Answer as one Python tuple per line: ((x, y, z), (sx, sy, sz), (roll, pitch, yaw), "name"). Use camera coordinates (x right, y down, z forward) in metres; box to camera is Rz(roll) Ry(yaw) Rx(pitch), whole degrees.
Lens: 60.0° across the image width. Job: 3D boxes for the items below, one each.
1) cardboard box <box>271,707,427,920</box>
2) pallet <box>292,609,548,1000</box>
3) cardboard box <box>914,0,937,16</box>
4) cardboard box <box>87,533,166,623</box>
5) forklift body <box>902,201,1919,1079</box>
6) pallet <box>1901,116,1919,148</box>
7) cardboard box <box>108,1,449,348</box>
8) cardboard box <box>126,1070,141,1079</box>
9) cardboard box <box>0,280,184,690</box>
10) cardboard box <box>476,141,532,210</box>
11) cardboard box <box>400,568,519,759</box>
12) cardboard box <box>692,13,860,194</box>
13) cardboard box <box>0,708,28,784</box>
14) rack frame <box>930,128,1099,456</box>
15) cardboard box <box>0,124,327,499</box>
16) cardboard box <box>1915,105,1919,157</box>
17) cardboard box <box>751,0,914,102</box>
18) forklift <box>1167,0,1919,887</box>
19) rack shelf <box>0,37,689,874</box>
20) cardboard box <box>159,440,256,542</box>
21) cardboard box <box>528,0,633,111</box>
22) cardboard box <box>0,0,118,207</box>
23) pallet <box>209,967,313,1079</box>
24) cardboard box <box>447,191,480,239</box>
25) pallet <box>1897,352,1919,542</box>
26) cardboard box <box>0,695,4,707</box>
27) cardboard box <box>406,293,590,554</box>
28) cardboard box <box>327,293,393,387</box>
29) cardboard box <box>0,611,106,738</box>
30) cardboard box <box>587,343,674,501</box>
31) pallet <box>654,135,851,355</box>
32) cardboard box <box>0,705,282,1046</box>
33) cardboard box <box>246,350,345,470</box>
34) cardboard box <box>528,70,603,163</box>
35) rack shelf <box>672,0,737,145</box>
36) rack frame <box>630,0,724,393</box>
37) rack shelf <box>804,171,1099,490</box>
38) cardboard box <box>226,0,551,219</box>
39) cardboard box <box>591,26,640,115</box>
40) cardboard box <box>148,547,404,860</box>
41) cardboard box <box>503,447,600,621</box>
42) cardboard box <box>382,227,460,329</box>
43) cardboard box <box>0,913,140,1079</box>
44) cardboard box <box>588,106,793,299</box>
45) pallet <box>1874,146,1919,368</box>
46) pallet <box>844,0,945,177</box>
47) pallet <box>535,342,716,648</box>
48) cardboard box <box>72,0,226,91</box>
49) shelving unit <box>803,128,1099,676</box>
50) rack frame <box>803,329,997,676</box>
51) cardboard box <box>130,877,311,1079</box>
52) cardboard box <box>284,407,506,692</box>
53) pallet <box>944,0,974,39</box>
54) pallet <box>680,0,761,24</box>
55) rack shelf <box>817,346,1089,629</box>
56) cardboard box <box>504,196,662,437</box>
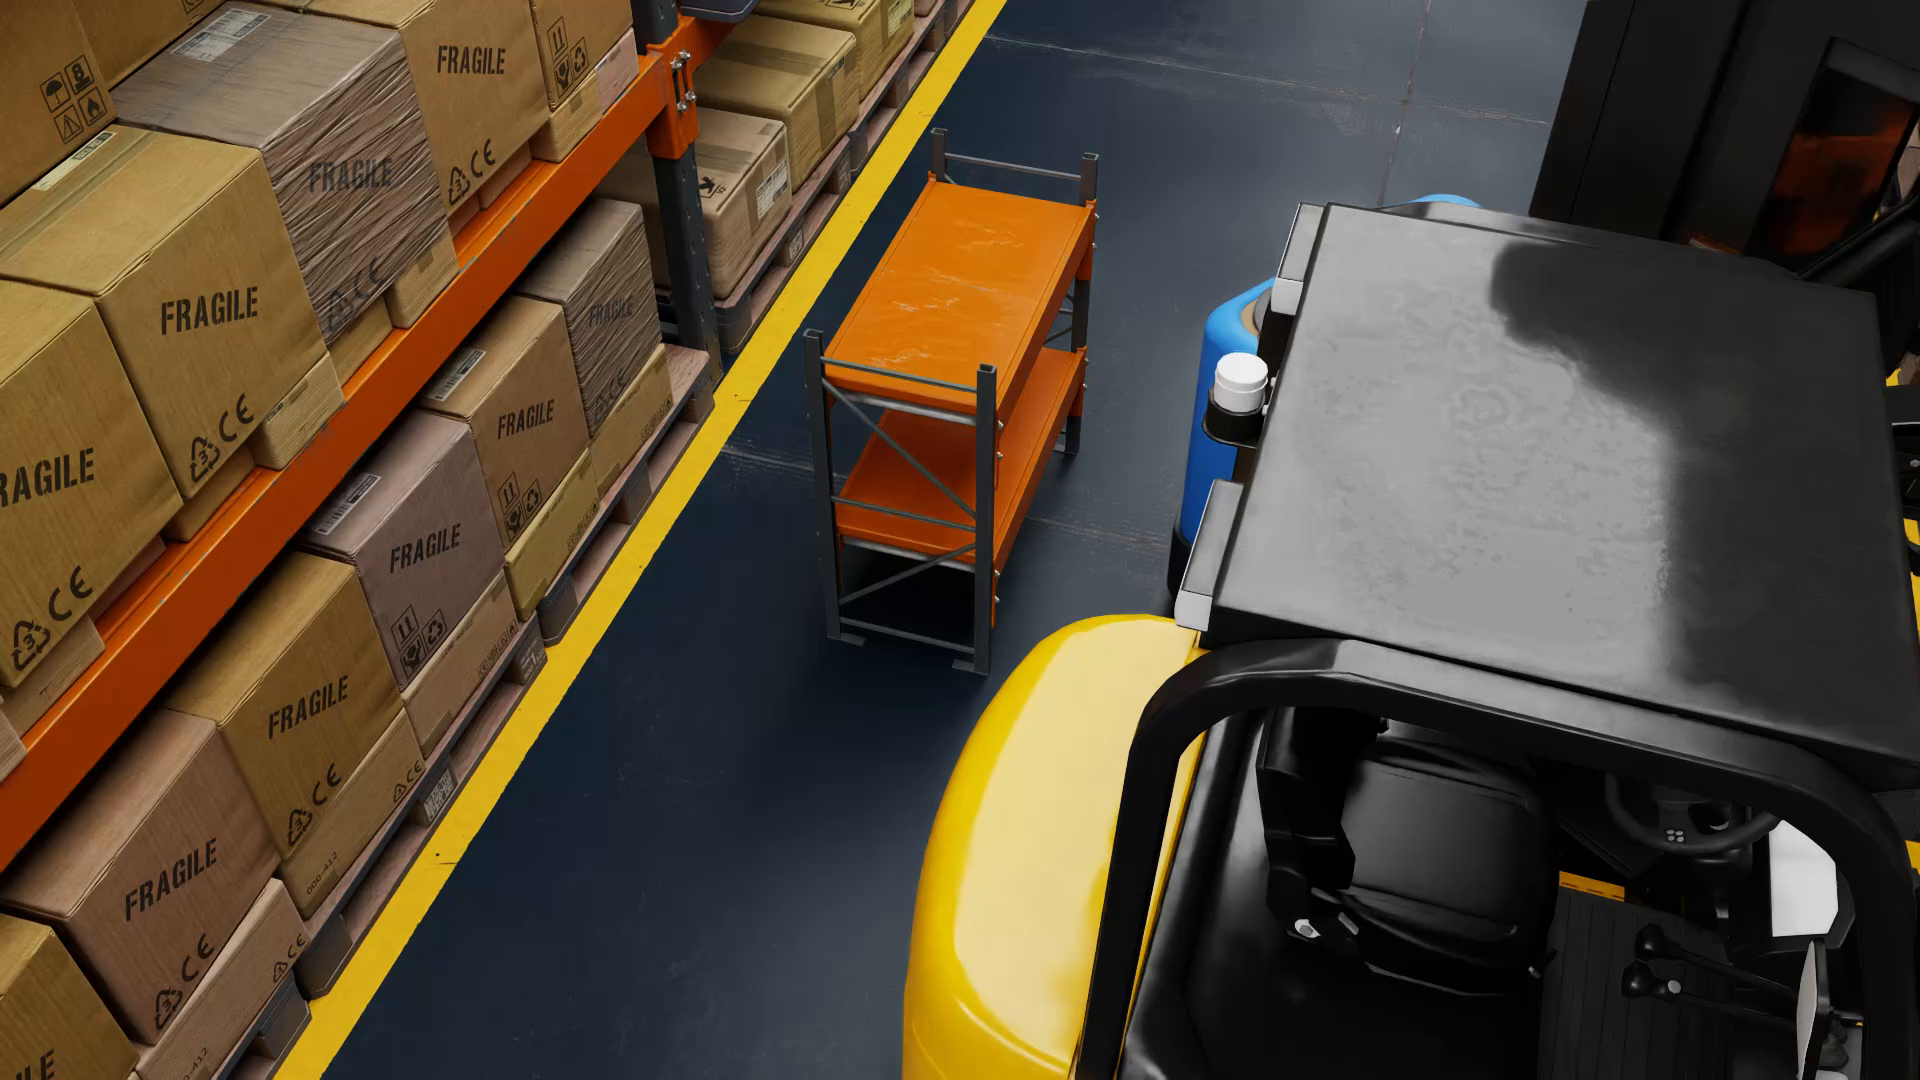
((-1.711, 0.605, 4.153), (0.500, 0.250, 0.500), (15, 46, 15), "cardboard box")
((-1.860, 0.558, 4.529), (1.003, 0.211, 1.213), (13, 46, 13), "pallet")
((-0.508, -2.719, 7.462), (0.950, 0.372, 0.625), (12, 46, 12), "cardboard box")
((-1.824, 0.005, 3.280), (0.380, 0.149, 0.250), (14, 46, 14), "cardboard box")
((1.033, 0.658, 3.039), (2.313, 2.155, 1.214), (13, 46, 13), "forklift body")
((4.334, -1.790, 6.928), (1.003, 0.211, 1.213), (13, 46, 13), "pallet")
((-1.522, -0.812, 3.651), (0.500, 0.500, 0.500), (14, 46, 14), "cardboard box")
((-2.026, 1.310, 3.432), (0.500, 0.250, 0.500), (12, 46, 12), "cardboard box")
((-1.819, -0.128, 2.952), (0.500, 0.500, 0.500), (12, 46, 12), "cardboard box")
((-1.352, -1.016, 4.323), (0.380, 0.149, 0.250), (13, 46, 13), "cardboard box")
((-1.556, 0.269, 4.496), (0.500, 0.250, 0.500), (13, 46, 13), "cardboard box")
((-0.952, -1.751, 6.473), (0.950, 0.372, 0.625), (15, 46, 15), "cardboard box")
((-1.893, 0.373, 2.903), (0.380, 0.149, 0.250), (13, 46, 13), "cardboard box")
((0.156, -0.745, 5.207), (0.500, 1.125, 0.032), (13, 46, 13), "rack frame")
((-1.673, -0.469, 3.300), (0.500, 0.500, 0.500), (12, 46, 12), "cardboard box")
((4.228, -1.778, 6.320), (0.875, 0.625, 0.625), (14, 46, 14), "cardboard box")
((-0.743, -2.215, 6.947), (0.950, 0.372, 0.625), (14, 46, 14), "cardboard box")
((1.941, -0.281, 3.441), (1.130, 2.935, 3.031), (-30, 52, -27), "forklift")
((-1.928, -0.120, 3.742), (1.077, 0.370, 4.000), (13, 46, 13), "rack shelf")
((-1.716, -0.165, 3.453), (0.380, 0.149, 0.250), (11, 46, 11), "cardboard box")
((-1.220, -1.503, 4.357), (0.500, 0.500, 0.500), (11, 46, 11), "cardboard box")
((-2.087, -0.930, 3.057), (0.700, 0.500, 0.500), (12, 46, 12), "cardboard box")
((-2.231, 1.368, 3.701), (1.003, 0.211, 1.213), (13, 46, 13), "pallet")
((-1.441, -0.853, 4.157), (0.380, 0.149, 0.250), (12, 46, 12), "cardboard box")
((3.595, -0.164, 5.266), (1.003, 0.211, 1.213), (13, 46, 13), "pallet")
((-1.973, 0.211, 2.605), (0.500, 0.500, 0.500), (14, 46, 14), "cardboard box")
((-1.399, -0.355, 4.597), (0.500, 0.500, 0.500), (13, 46, 13), "cardboard box")
((-1.540, -0.499, 3.795), (0.380, 0.149, 0.250), (12, 46, 12), "cardboard box")
((-1.846, 0.194, 3.087), (0.380, 0.149, 0.250), (14, 46, 14), "cardboard box")
((-1.246, -0.426, 5.206), (0.500, 0.250, 0.500), (14, 46, 14), "cardboard box")
((-1.088, -1.232, 6.358), (1.003, 0.211, 1.213), (13, 46, 13), "pallet")
((-1.865, 0.677, 3.543), (0.500, 0.500, 0.500), (11, 45, 11), "cardboard box")
((-1.584, -0.320, 3.612), (0.380, 0.149, 0.250), (13, 46, 13), "cardboard box")
((-1.199, -1.173, 4.484), (0.380, 0.149, 0.250), (13, 46, 13), "cardboard box")
((-0.717, -2.786, 6.466), (1.077, 0.370, 4.000), (13, 46, 13), "rack shelf")
((-1.323, -1.710, 4.853), (1.000, 3.000, 0.127), (13, 46, 13), "rack frame")
((0.002, -0.616, 4.656), (0.538, 0.278, 1.000), (13, 46, 13), "rack shelf")
((-1.370, -1.158, 4.005), (0.500, 0.500, 0.500), (14, 46, 14), "cardboard box")
((-1.130, -1.341, 4.655), (0.380, 0.149, 0.250), (12, 46, 12), "cardboard box")
((-1.706, 0.344, 3.883), (0.500, 0.500, 0.500), (13, 46, 13), "cardboard box")
((-1.397, -0.069, 4.842), (0.500, 0.250, 0.500), (11, 46, 11), "cardboard box")
((-1.434, -0.663, 3.963), (0.380, 0.149, 0.250), (12, 46, 12), "cardboard box")
((-2.020, 1.026, 3.186), (0.500, 0.500, 0.500), (11, 45, 11), "cardboard box")
((-1.166, -1.271, 5.983), (0.950, 0.372, 0.625), (13, 46, 13), "cardboard box")
((3.963, -0.979, 6.100), (1.003, 0.211, 1.213), (13, 46, 13), "pallet")
((-0.721, -2.048, 7.192), (1.003, 0.211, 1.213), (13, 46, 13), "pallet")
((-1.492, -0.258, 5.363), (1.003, 0.211, 1.213), (13, 46, 13), "pallet")
((-2.016, -1.297, 3.432), (0.700, 0.500, 0.500), (12, 46, 12), "cardboard box")
((0.002, -0.407, 4.861), (0.538, 1.125, 1.048), (13, 46, 13), "shelving unit")
((-0.152, -0.068, 4.515), (0.500, 1.125, 0.032), (13, 46, 13), "rack frame")
((-1.865, 0.971, 3.778), (0.500, 0.250, 0.500), (14, 46, 14), "cardboard box")
((-1.552, -0.014, 4.249), (0.500, 0.500, 0.500), (15, 46, 15), "cardboard box")
((-0.350, -2.859, 8.021), (1.003, 0.211, 1.213), (13, 46, 13), "pallet")
((-0.953, -2.120, 5.409), (1.003, 0.211, 1.213), (13, 46, 13), "pallet")
((0.002, -0.232, 5.032), (0.538, 0.278, 1.000), (13, 46, 13), "rack shelf")
((-1.246, -0.694, 4.944), (0.500, 0.500, 0.500), (12, 46, 12), "cardboard box")
